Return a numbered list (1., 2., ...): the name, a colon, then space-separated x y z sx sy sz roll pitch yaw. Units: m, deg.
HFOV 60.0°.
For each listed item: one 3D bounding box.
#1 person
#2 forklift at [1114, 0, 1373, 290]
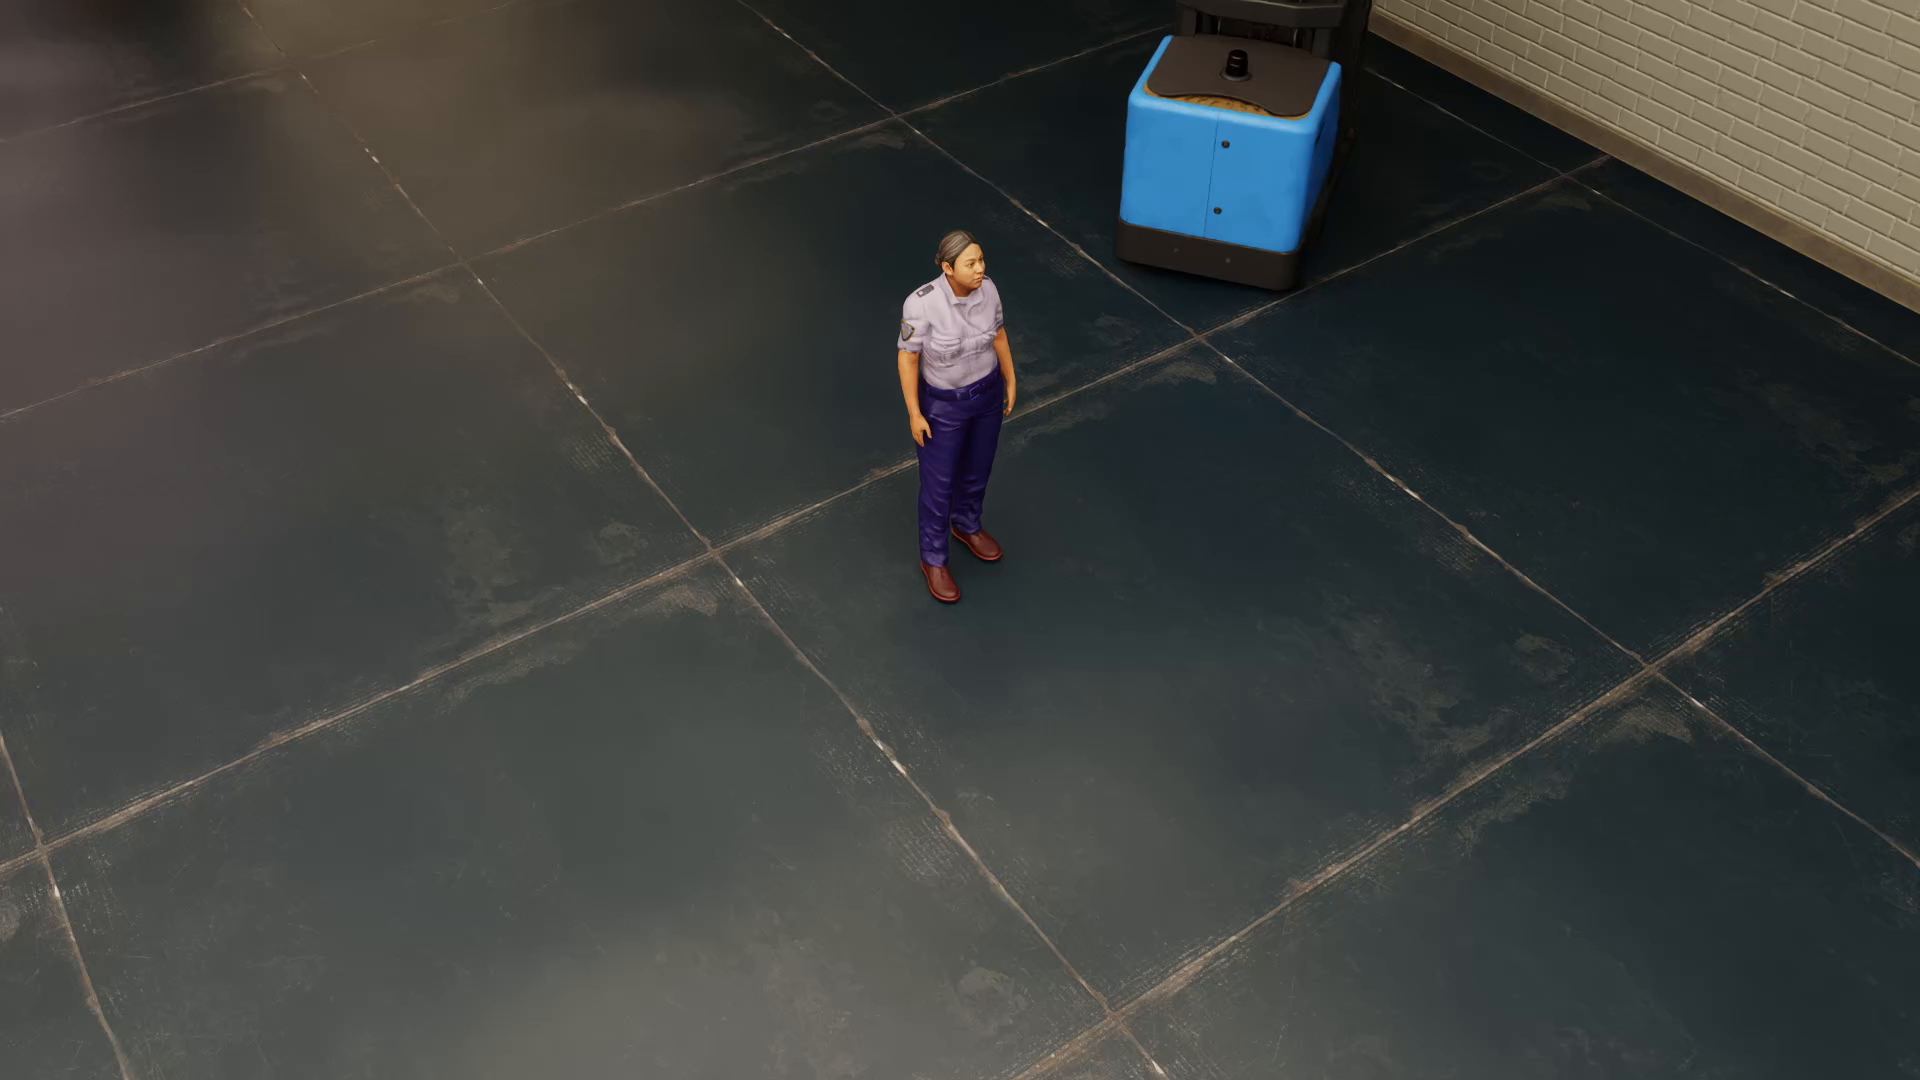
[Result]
1. person: 0.032 -0.552 7.251 0.598 1.651 0.502 -25 48 -25
2. forklift: 1.873 -3.484 9.496 1.130 2.935 3.031 14 44 15
